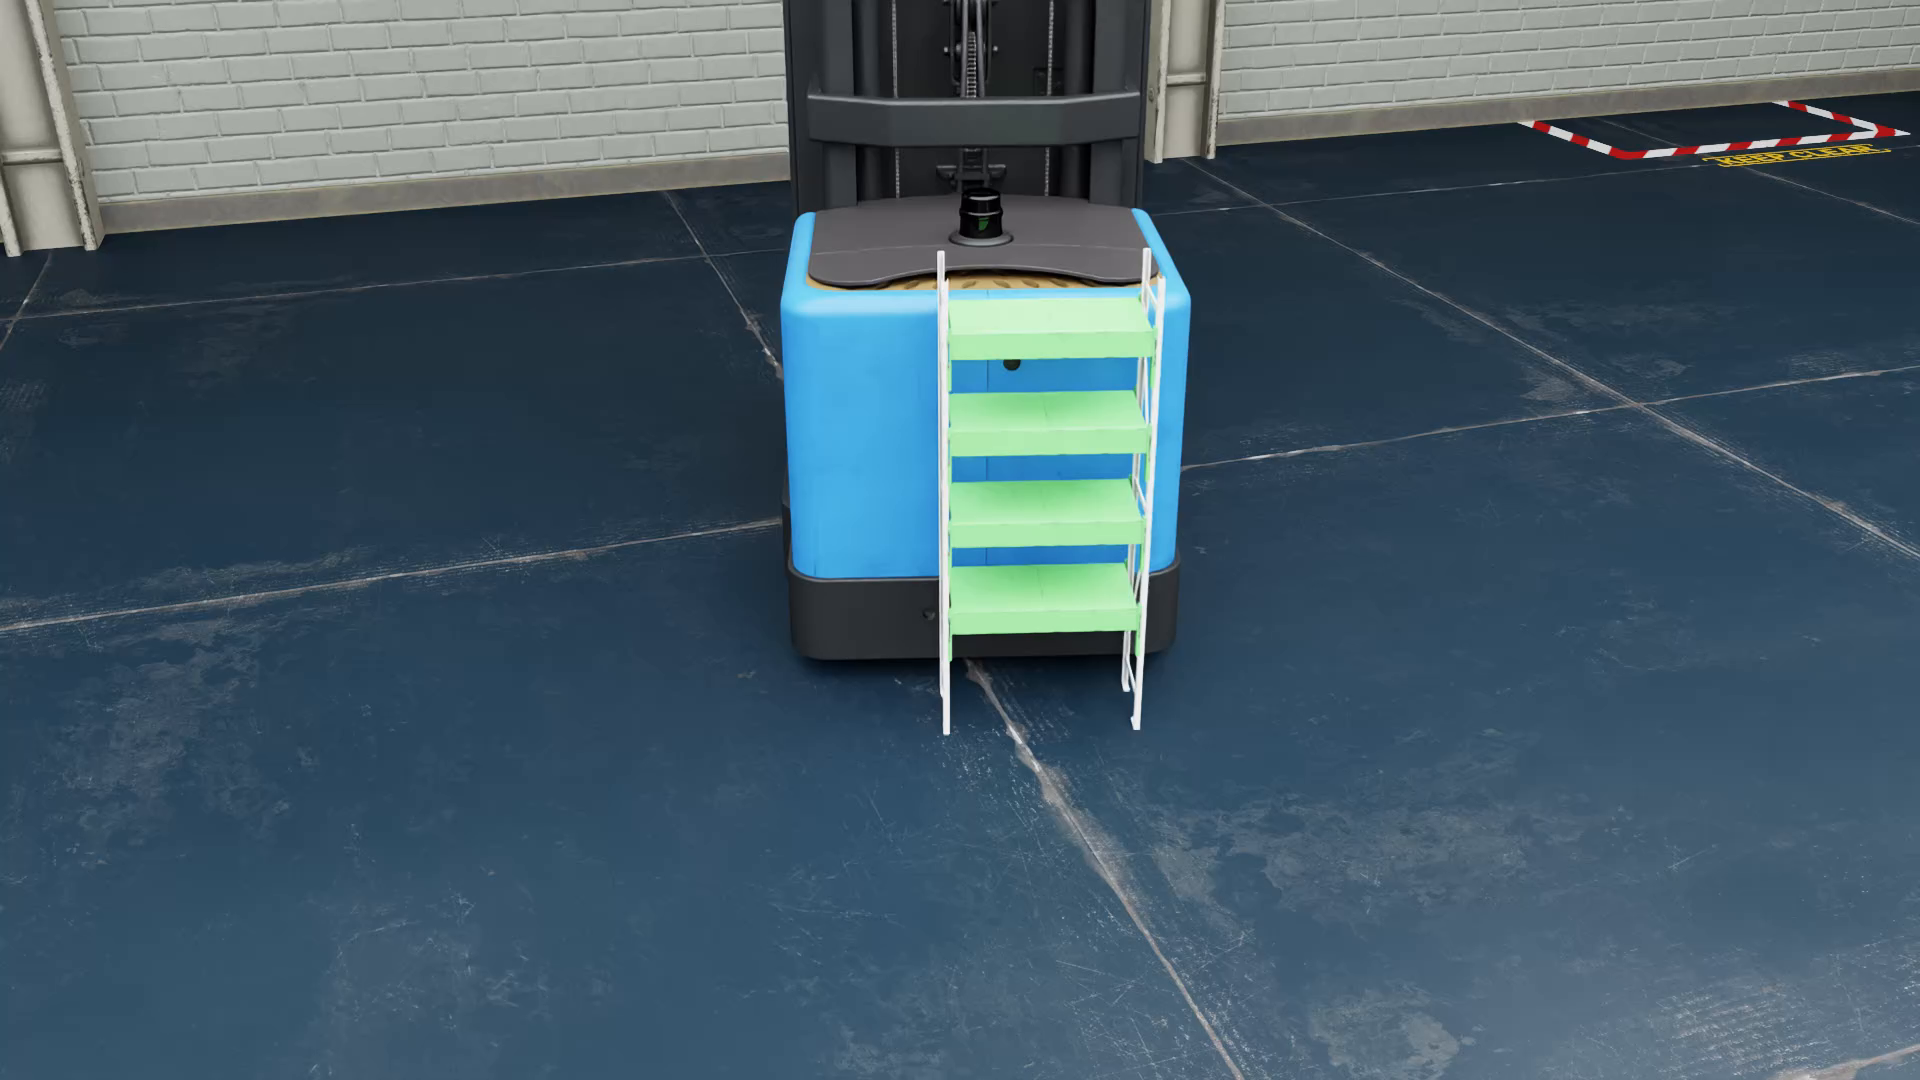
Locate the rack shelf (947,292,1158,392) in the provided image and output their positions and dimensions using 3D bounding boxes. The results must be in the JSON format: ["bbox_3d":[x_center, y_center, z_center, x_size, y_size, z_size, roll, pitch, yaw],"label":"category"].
[{"bbox_3d":[0.204,-0.468,3.905,0.480,0.148,0.258,-1,27,-3],"label":"rack shelf"}]

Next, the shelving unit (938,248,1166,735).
[{"bbox_3d":[0.204,-0.096,4.092,0.503,1.200,0.258,-1,27,-3],"label":"shelving unit"}]

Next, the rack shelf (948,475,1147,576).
[{"bbox_3d":[0.204,-0.039,4.121,0.480,0.148,0.258,-1,27,-3],"label":"rack shelf"}]

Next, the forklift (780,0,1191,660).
[{"bbox_3d":[0.011,-1.607,5.191,1.130,2.935,3.031,-1,26,-2],"label":"forklift"}]

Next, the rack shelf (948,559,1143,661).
[{"bbox_3d":[0.204,0.175,4.229,0.480,0.148,0.258,-1,27,-3],"label":"rack shelf"}]

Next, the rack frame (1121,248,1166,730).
[{"bbox_3d":[0.448,-0.101,4.103,0.015,1.200,0.240,-1,27,-3],"label":"rack frame"}]

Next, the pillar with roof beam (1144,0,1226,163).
[{"bbox_3d":[2.599,-4.491,4.176,0.400,9.000,9.100,-8,28,-16],"label":"pillar with roof beam"}]

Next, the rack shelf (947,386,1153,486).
[{"bbox_3d":[0.204,-0.253,4.013,0.480,0.148,0.258,-1,27,-3],"label":"rack shelf"}]

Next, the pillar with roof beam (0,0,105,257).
[{"bbox_3d":[-3.106,-3.665,2.512,0.400,9.000,9.100,-8,28,-16],"label":"pillar with roof beam"}]

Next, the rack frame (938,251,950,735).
[{"bbox_3d":[-0.040,-0.091,4.082,0.015,1.200,0.240,-1,27,-3],"label":"rack frame"}]
